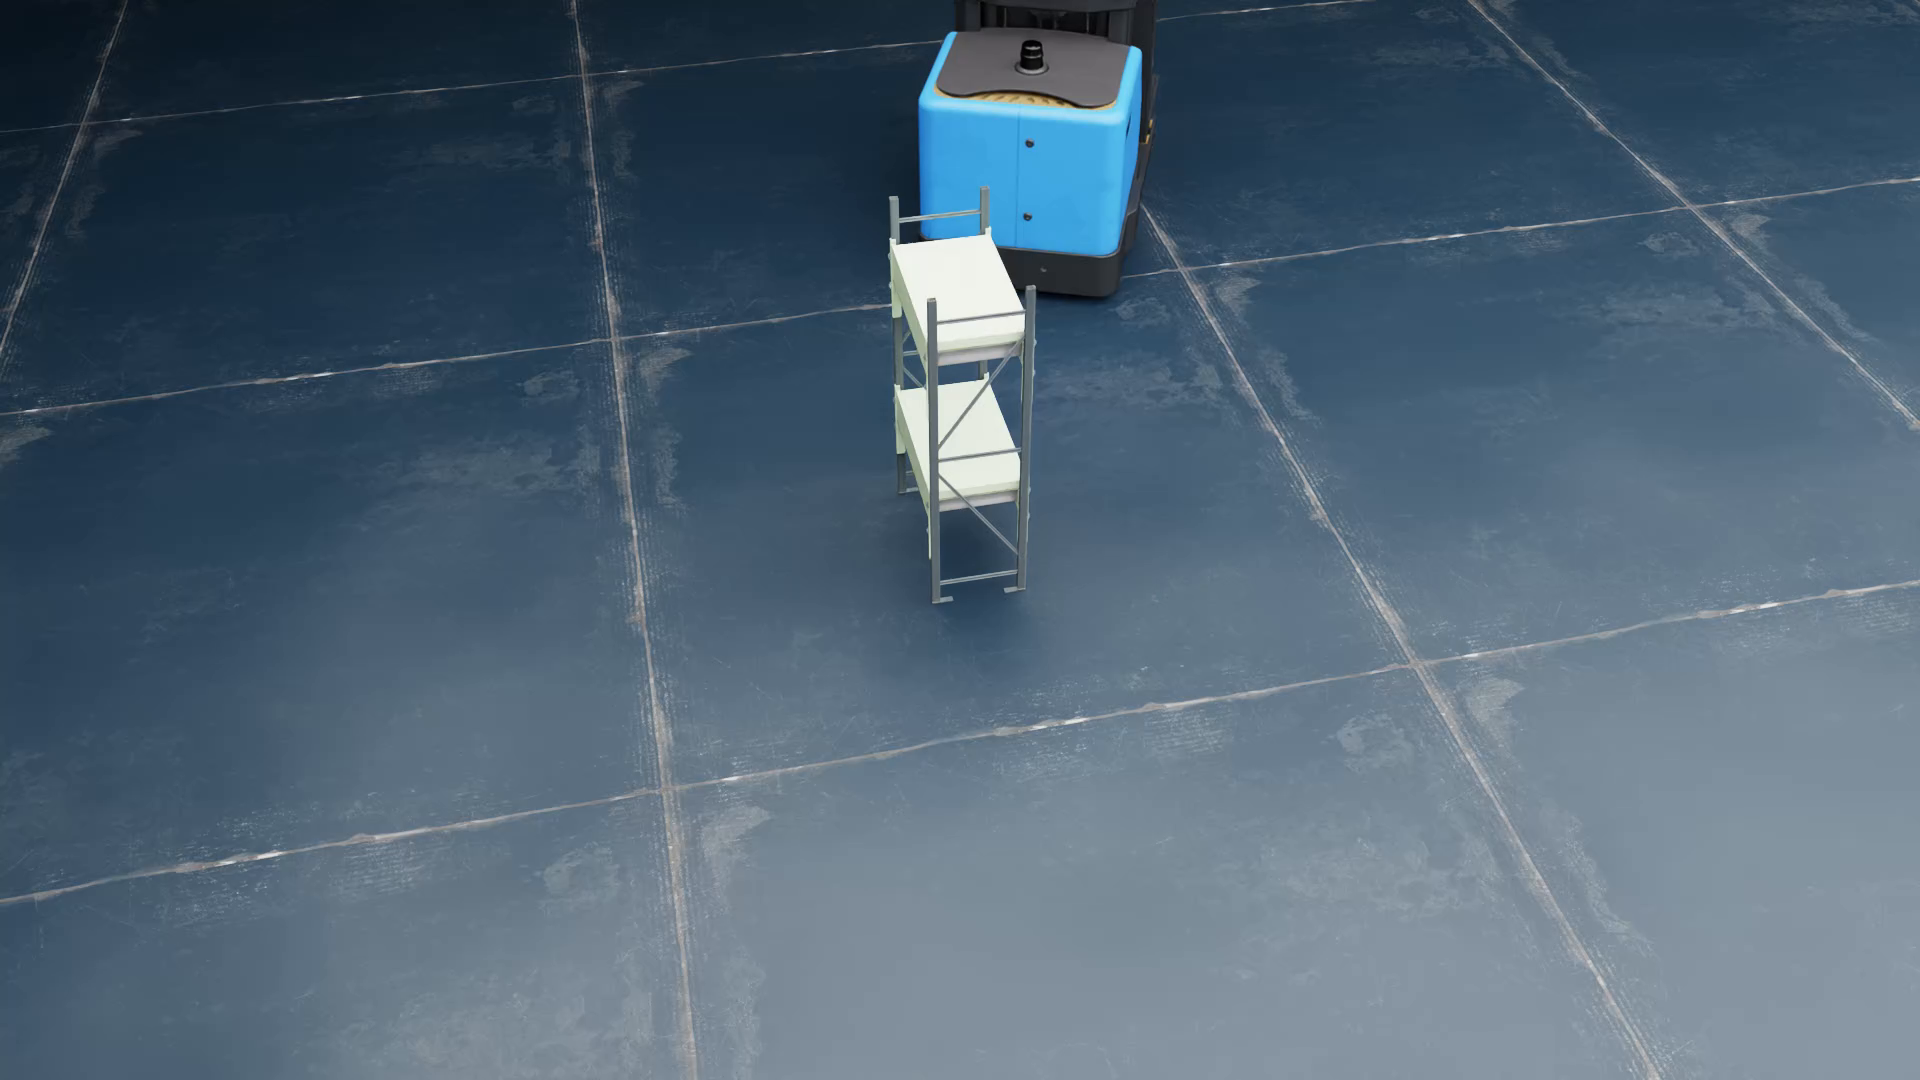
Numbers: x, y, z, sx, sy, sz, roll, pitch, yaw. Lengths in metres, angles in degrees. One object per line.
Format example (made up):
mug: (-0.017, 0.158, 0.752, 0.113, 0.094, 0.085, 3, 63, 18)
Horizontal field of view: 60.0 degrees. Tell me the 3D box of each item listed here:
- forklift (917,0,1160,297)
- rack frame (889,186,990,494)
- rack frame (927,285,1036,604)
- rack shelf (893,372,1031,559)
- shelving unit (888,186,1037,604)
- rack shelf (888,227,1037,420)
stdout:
forklift: (0.557, -3.332, 8.796, 1.130, 2.935, 3.031, 7, 42, 8)
rack frame: (-0.080, -0.802, 7.024, 0.400, 1.500, 0.023, -8, 42, -9)
rack frame: (0.078, -0.328, 6.490, 0.400, 1.500, 0.023, -8, 42, -9)
rack shelf: (-0.001, -0.321, 6.973, 0.431, 0.370, 0.720, -8, 42, -9)
shelving unit: (-0.001, -0.565, 6.757, 0.431, 1.500, 0.755, -8, 42, -9)
rack shelf: (-0.001, -0.857, 6.498, 0.431, 0.370, 0.720, -8, 42, -9)
